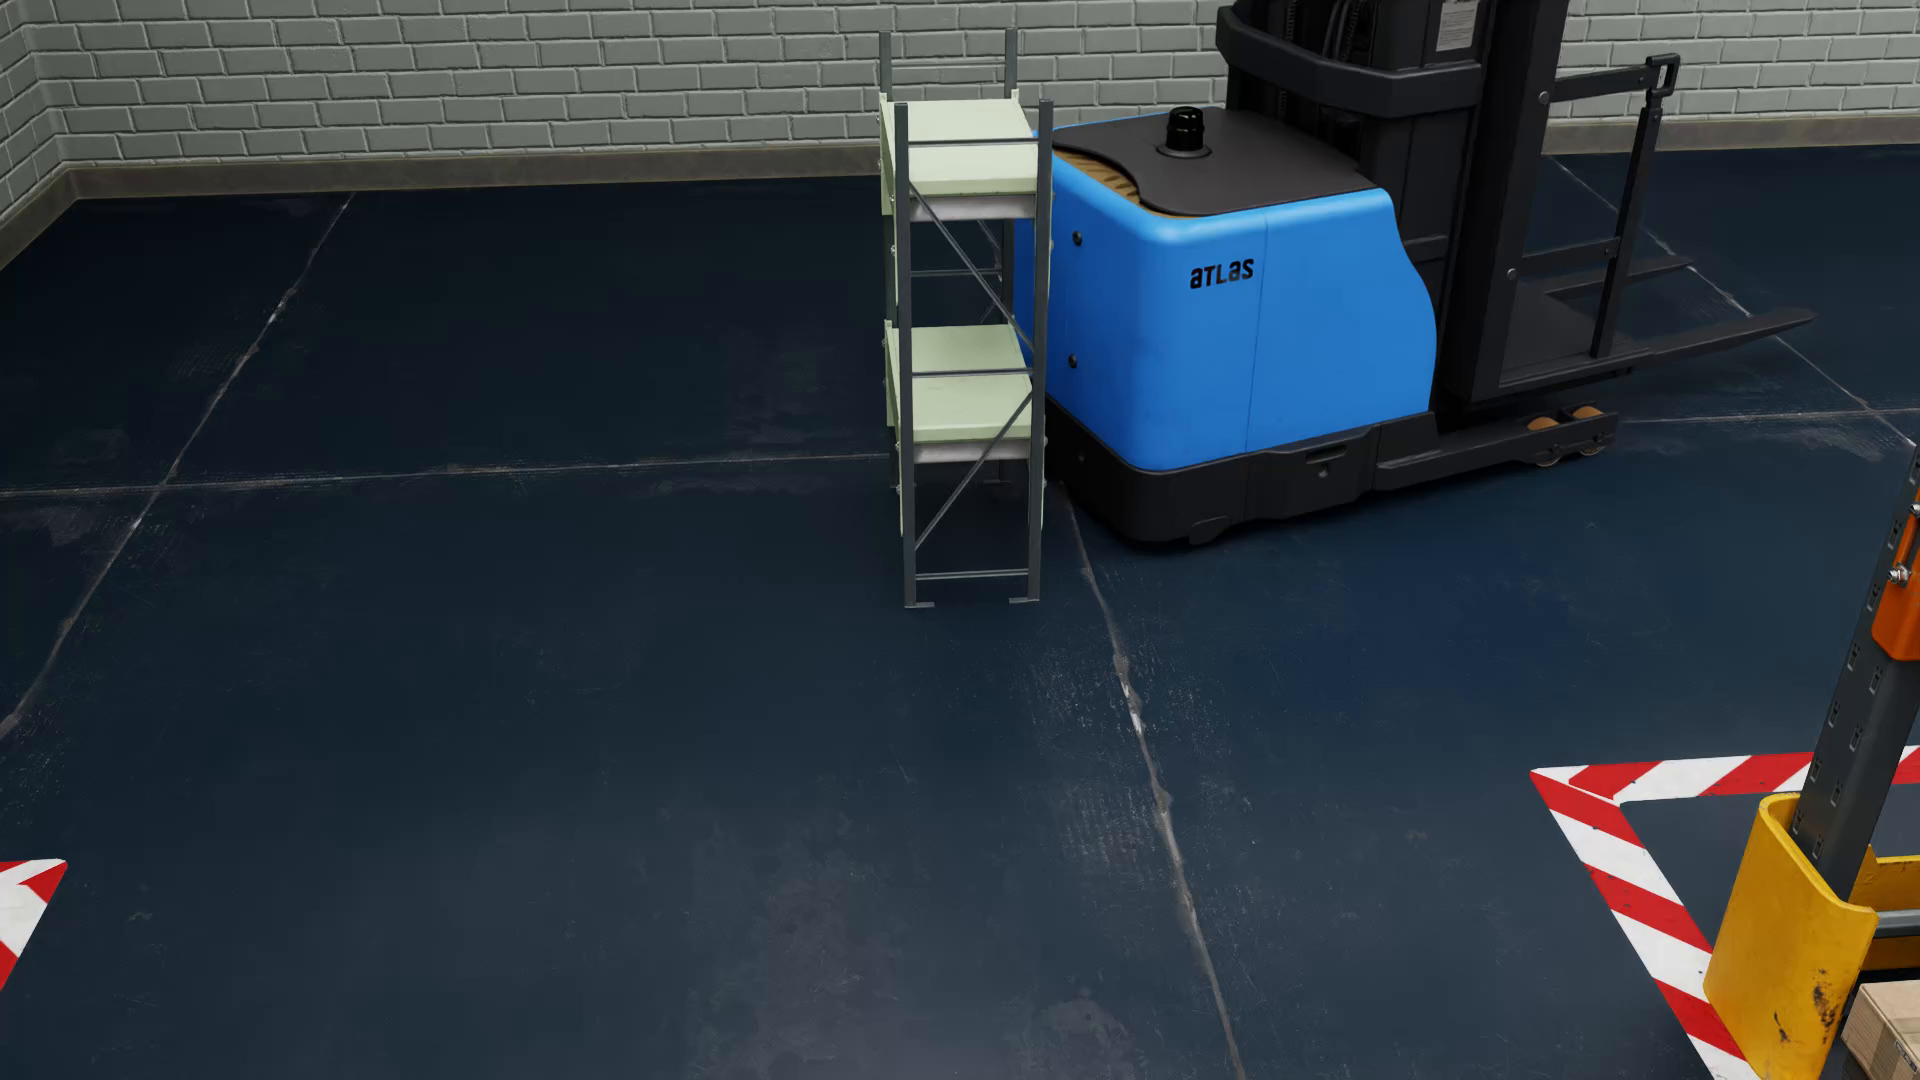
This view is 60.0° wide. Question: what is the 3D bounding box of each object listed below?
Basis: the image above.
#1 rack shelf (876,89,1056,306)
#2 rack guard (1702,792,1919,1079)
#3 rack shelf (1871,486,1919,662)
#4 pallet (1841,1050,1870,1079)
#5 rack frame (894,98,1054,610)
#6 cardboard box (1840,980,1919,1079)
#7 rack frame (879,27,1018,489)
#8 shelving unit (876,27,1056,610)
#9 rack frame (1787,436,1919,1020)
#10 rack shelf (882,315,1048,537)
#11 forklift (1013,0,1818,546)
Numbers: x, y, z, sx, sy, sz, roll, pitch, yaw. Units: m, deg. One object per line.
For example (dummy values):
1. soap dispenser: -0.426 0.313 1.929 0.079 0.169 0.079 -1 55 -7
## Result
1. rack shelf: 0.001 -0.976 4.660 0.431 0.370 0.720 -3 31 -5
2. rack guard: 2.206 0.798 3.426 1.175 0.500 0.348 -3 31 -5
3. rack shelf: 2.386 1.016 1.325 1.077 0.370 4.000 -3 31 -5
4. pallet: 2.282 1.329 2.819 1.003 0.211 1.213 -3 31 -5
5. rack frame: 0.035 -0.454 4.547 0.400 1.500 0.023 -3 31 -5
6. cardboard box: 1.896 0.951 3.083 0.380 0.149 0.250 -3 31 -5
7. rack frame: -0.034 -0.827 5.173 0.400 1.500 0.023 -3 31 -5
8. shelving unit: 0.001 -0.640 4.860 0.431 1.500 0.755 -3 31 -5
9. rack frame: 2.199 -0.314 2.850 1.000 3.000 0.127 -3 31 -5
10. rack shelf: 0.001 -0.361 5.027 0.431 0.370 0.720 -3 31 -5
11. forklift: 1.699 -1.739 5.304 3.031 2.935 1.130 -13 33 -21
